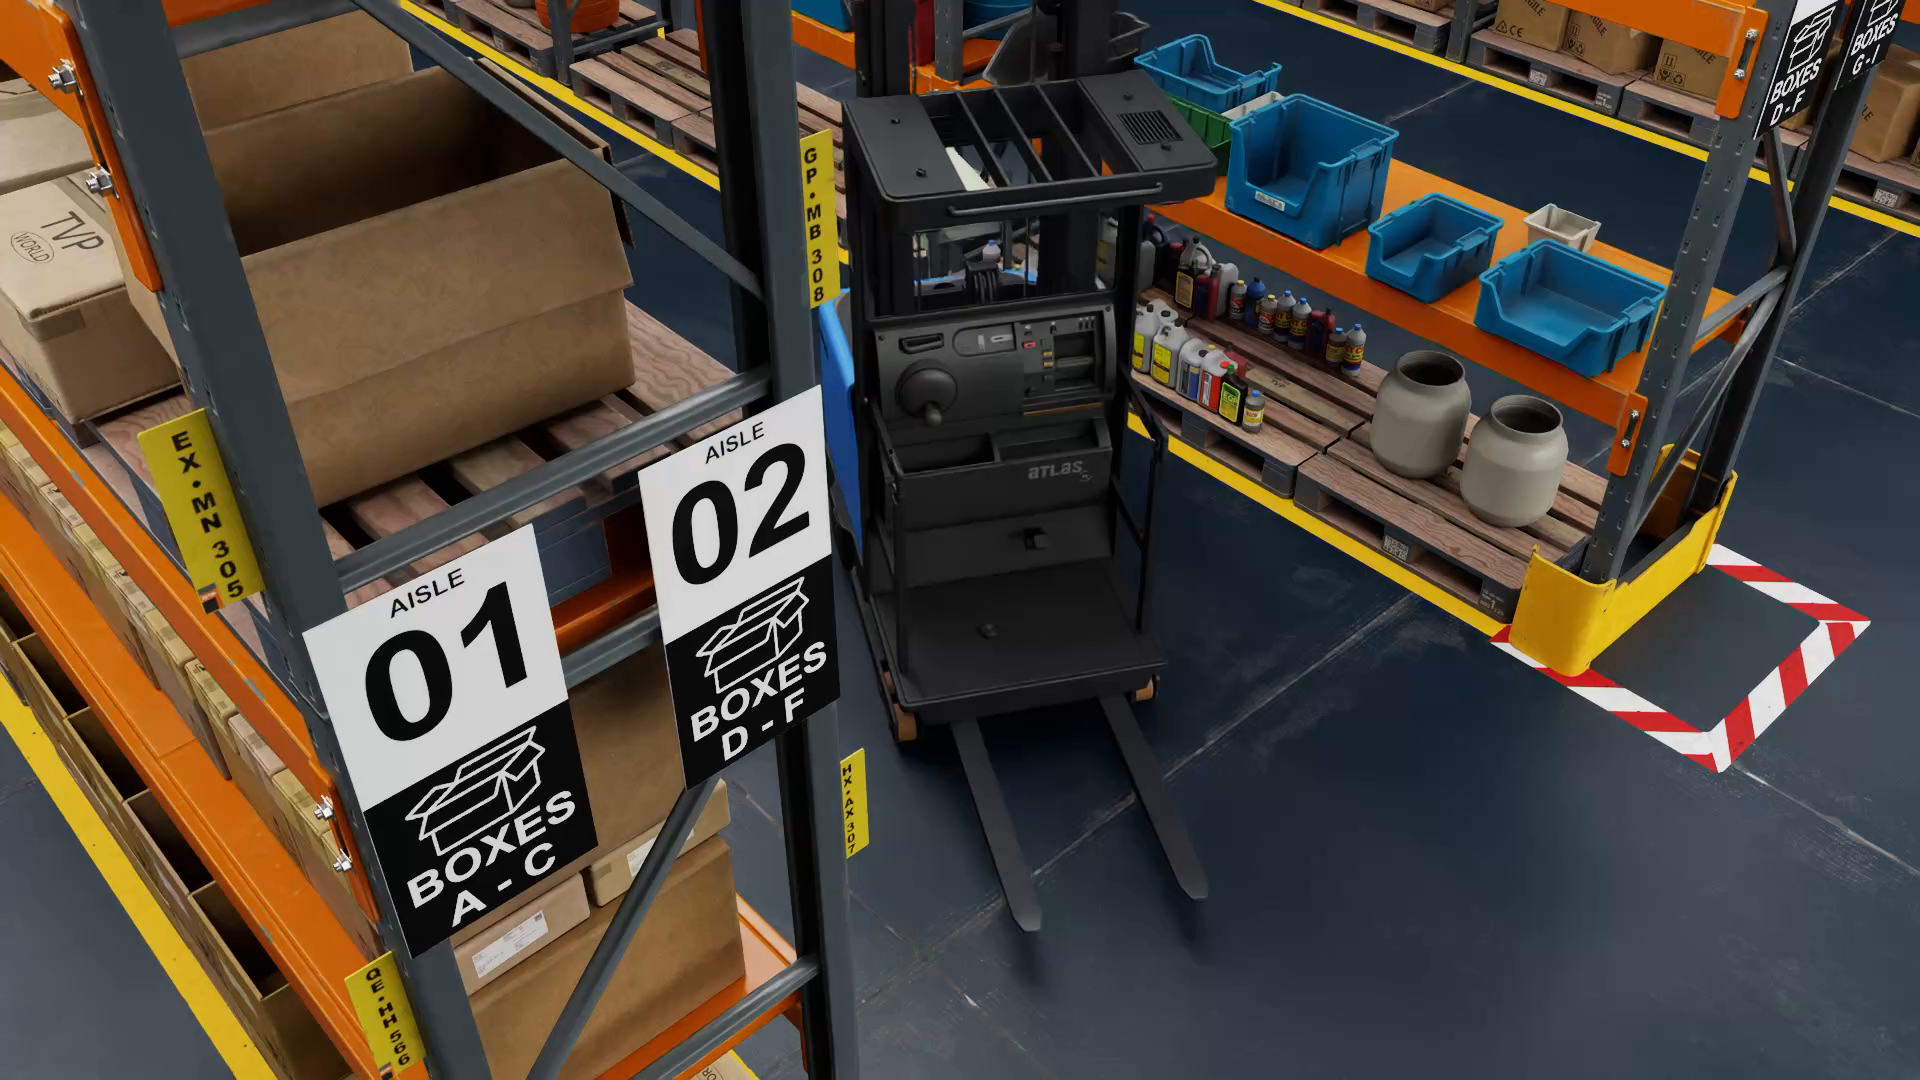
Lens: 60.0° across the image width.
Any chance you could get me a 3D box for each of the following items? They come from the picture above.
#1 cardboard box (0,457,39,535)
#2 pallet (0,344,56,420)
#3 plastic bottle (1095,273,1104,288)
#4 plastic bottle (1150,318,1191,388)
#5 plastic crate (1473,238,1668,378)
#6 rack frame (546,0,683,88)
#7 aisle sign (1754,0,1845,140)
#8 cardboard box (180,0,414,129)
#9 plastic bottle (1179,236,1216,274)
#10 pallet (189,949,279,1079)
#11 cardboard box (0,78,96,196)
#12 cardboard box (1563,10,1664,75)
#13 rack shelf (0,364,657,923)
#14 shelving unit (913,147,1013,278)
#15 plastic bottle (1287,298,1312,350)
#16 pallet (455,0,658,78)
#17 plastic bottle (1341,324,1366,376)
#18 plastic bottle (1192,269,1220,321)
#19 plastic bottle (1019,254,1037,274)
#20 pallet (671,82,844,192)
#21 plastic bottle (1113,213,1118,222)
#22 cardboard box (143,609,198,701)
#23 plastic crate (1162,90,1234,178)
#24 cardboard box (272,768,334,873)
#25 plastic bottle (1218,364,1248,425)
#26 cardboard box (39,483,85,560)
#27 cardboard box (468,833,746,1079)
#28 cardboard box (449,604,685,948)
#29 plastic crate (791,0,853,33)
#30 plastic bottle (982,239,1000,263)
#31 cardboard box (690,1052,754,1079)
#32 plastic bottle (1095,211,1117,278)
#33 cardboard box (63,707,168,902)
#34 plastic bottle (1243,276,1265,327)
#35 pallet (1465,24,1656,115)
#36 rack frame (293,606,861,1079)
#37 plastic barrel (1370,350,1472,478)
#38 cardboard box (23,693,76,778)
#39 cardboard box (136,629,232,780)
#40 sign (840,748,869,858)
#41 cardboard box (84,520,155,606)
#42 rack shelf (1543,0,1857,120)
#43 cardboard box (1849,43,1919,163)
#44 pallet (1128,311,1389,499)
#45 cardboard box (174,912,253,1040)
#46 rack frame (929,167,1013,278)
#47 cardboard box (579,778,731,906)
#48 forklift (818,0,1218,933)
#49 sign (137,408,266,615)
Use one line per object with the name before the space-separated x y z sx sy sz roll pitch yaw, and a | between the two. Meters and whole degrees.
cardboard box | -3.069 -0.468 5.862 0.700 0.500 0.500 -31 48 -33
pallet | -1.957 -0.816 4.056 1.003 0.211 1.213 -30 48 -32
plastic bottle | 0.705 -1.279 8.767 0.097 0.271 0.097 0 39 0
plastic bottle | 1.058 -0.955 8.304 0.144 0.351 0.185 -28 47 -30
plastic crate | 2.424 -0.930 6.633 0.499 0.251 0.616 -30 48 -32
rack frame | -2.428 -4.586 11.041 1.000 3.000 0.127 -30 48 -32
aisle sign | 2.812 -1.735 5.442 0.394 0.787 0.004 -30 48 -32
cardboard box | -1.590 -1.089 3.798 0.500 0.500 0.500 -30 48 -32
plastic bottle | 1.273 -1.462 8.931 0.144 0.351 0.185 -30 48 -32
pallet | -2.038 1.404 5.844 1.003 0.211 1.213 -30 48 -32
cardboard box | -2.018 -0.809 3.602 0.500 0.311 0.500 -24 45 -27
cardboard box | 4.560 -3.567 11.434 0.500 0.500 0.500 -16 42 -19
rack shelf | -2.021 -0.593 4.282 1.077 0.370 4.000 -30 48 -32
shelving unit | -0.096 -1.238 8.089 0.431 1.500 0.755 -15 41 -18
plastic bottle | 1.754 -1.124 8.575 0.097 0.271 0.097 0 39 0
pallet | -2.992 -3.848 12.347 1.003 0.211 1.213 -30 48 -32
plastic bottle | 1.986 -0.965 8.379 0.097 0.271 0.097 0 39 0
plastic bottle | 1.302 -1.313 8.800 0.061 0.283 0.133 -30 48 -32
plastic bottle | 0.409 -1.375 8.882 0.152 0.276 0.135 -28 47 -30
pallet | -1.112 -2.562 10.754 1.003 0.211 1.213 -30 48 -32
plastic bottle | 0.925 -1.700 9.226 0.144 0.351 0.185 -31 48 -33
cardboard box | -1.944 0.234 4.477 0.380 0.149 0.250 -29 47 -31
plastic crate | 0.987 -1.904 7.889 0.450 0.188 0.662 -30 48 -32
cardboard box | -1.418 0.594 4.032 0.380 0.149 0.250 -31 48 -32
plastic bottle | 1.325 -0.708 8.051 0.061 0.283 0.133 -29 47 -31
cardboard box | -2.460 -0.122 4.917 0.380 0.149 0.250 -31 48 -33
cardboard box | -0.975 0.959 4.095 0.700 0.500 0.500 -30 48 -32
cardboard box | -1.011 0.430 3.718 0.700 0.500 0.500 -30 48 -32
plastic crate | -0.698 -3.107 9.222 0.392 0.384 0.575 -30 48 -32
plastic bottle | 0.170 -1.511 9.055 0.097 0.271 0.097 0 39 0
cardboard box | -0.867 1.783 5.009 0.500 0.250 0.500 -30 48 -32
plastic bottle | 0.819 -1.639 9.150 0.144 0.351 0.185 -30 48 -32
cardboard box | -2.614 0.793 5.638 0.500 0.500 0.500 -30 48 -32
plastic bottle | 1.549 -1.264 8.748 0.097 0.271 0.097 0 39 0
pallet | 4.406 -3.459 11.865 1.003 0.211 1.213 -30 48 -32
rack frame | -0.668 1.220 3.853 1.000 3.000 0.127 -30 48 -32
plastic barrel | 2.142 -0.583 7.731 0.421 0.512 0.421 0 39 0
cardboard box | -3.284 0.618 6.451 0.500 0.250 0.500 -30 48 -32
cardboard box | -2.024 0.244 4.981 0.700 0.500 0.500 -28 47 -31
sign | -0.256 0.619 3.844 0.100 0.325 0.005 -30 48 -32
cardboard box | -2.051 -0.276 4.592 0.700 0.500 0.500 -30 48 -32
rack shelf | 1.630 -2.696 6.886 1.077 0.370 4.000 -30 48 -32
cardboard box | 5.791 -2.738 10.407 0.500 0.500 0.500 -18 42 -21
pallet | 1.530 -0.757 8.519 1.003 0.211 1.213 -30 48 -32
cardboard box | -2.272 1.314 5.590 0.500 0.250 0.500 -30 48 -32
rack frame | 0.048 -1.026 7.827 0.400 1.500 0.023 -15 41 -18
cardboard box | -0.775 0.655 3.956 0.380 0.149 0.250 -30 48 -32
forklift | 0.194 -0.590 6.148 1.130 2.935 3.031 -9 40 -10
sign | -1.078 -0.037 2.379 0.100 0.325 0.005 -30 48 -32
